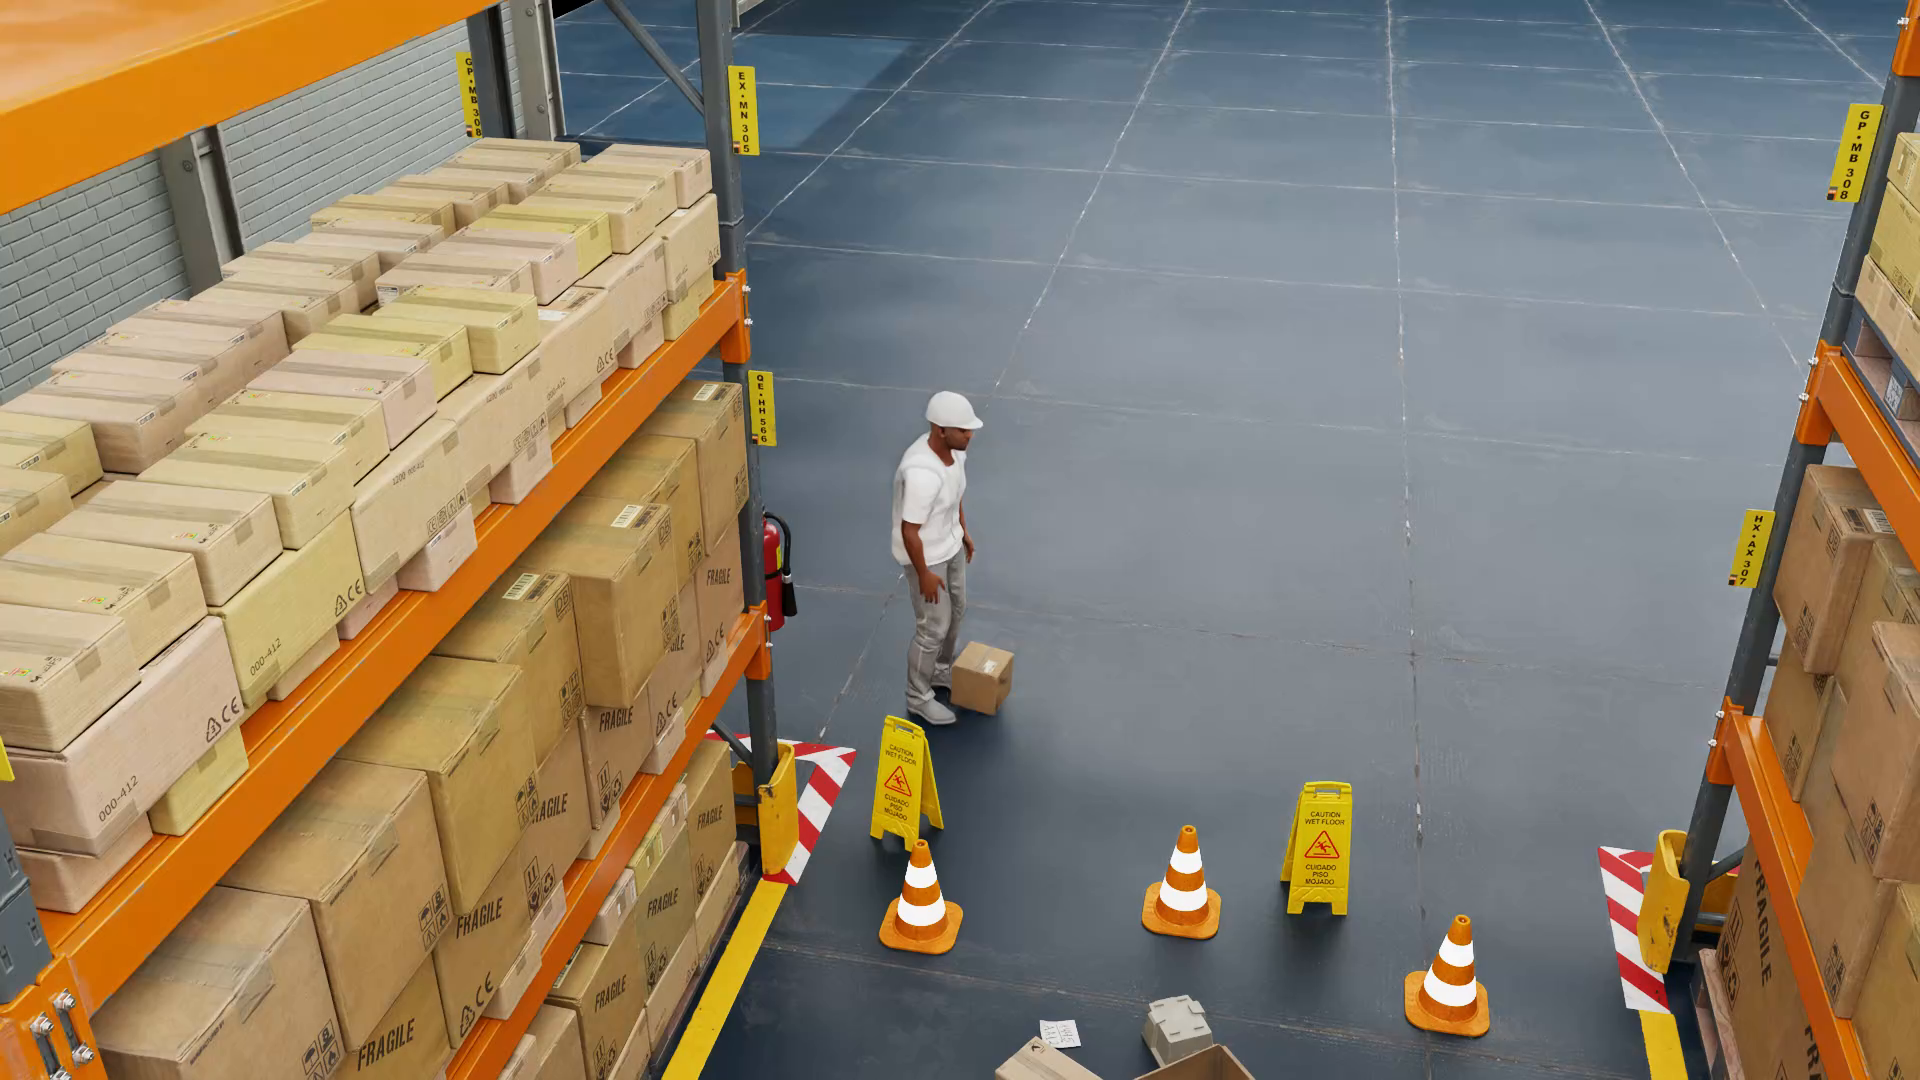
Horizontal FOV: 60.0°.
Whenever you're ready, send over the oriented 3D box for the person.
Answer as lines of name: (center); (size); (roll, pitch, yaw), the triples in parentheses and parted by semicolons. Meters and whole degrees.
person: (-0.109, 0.060, 8.491); (0.449, 1.762, 0.607); (11, 30, 19)
